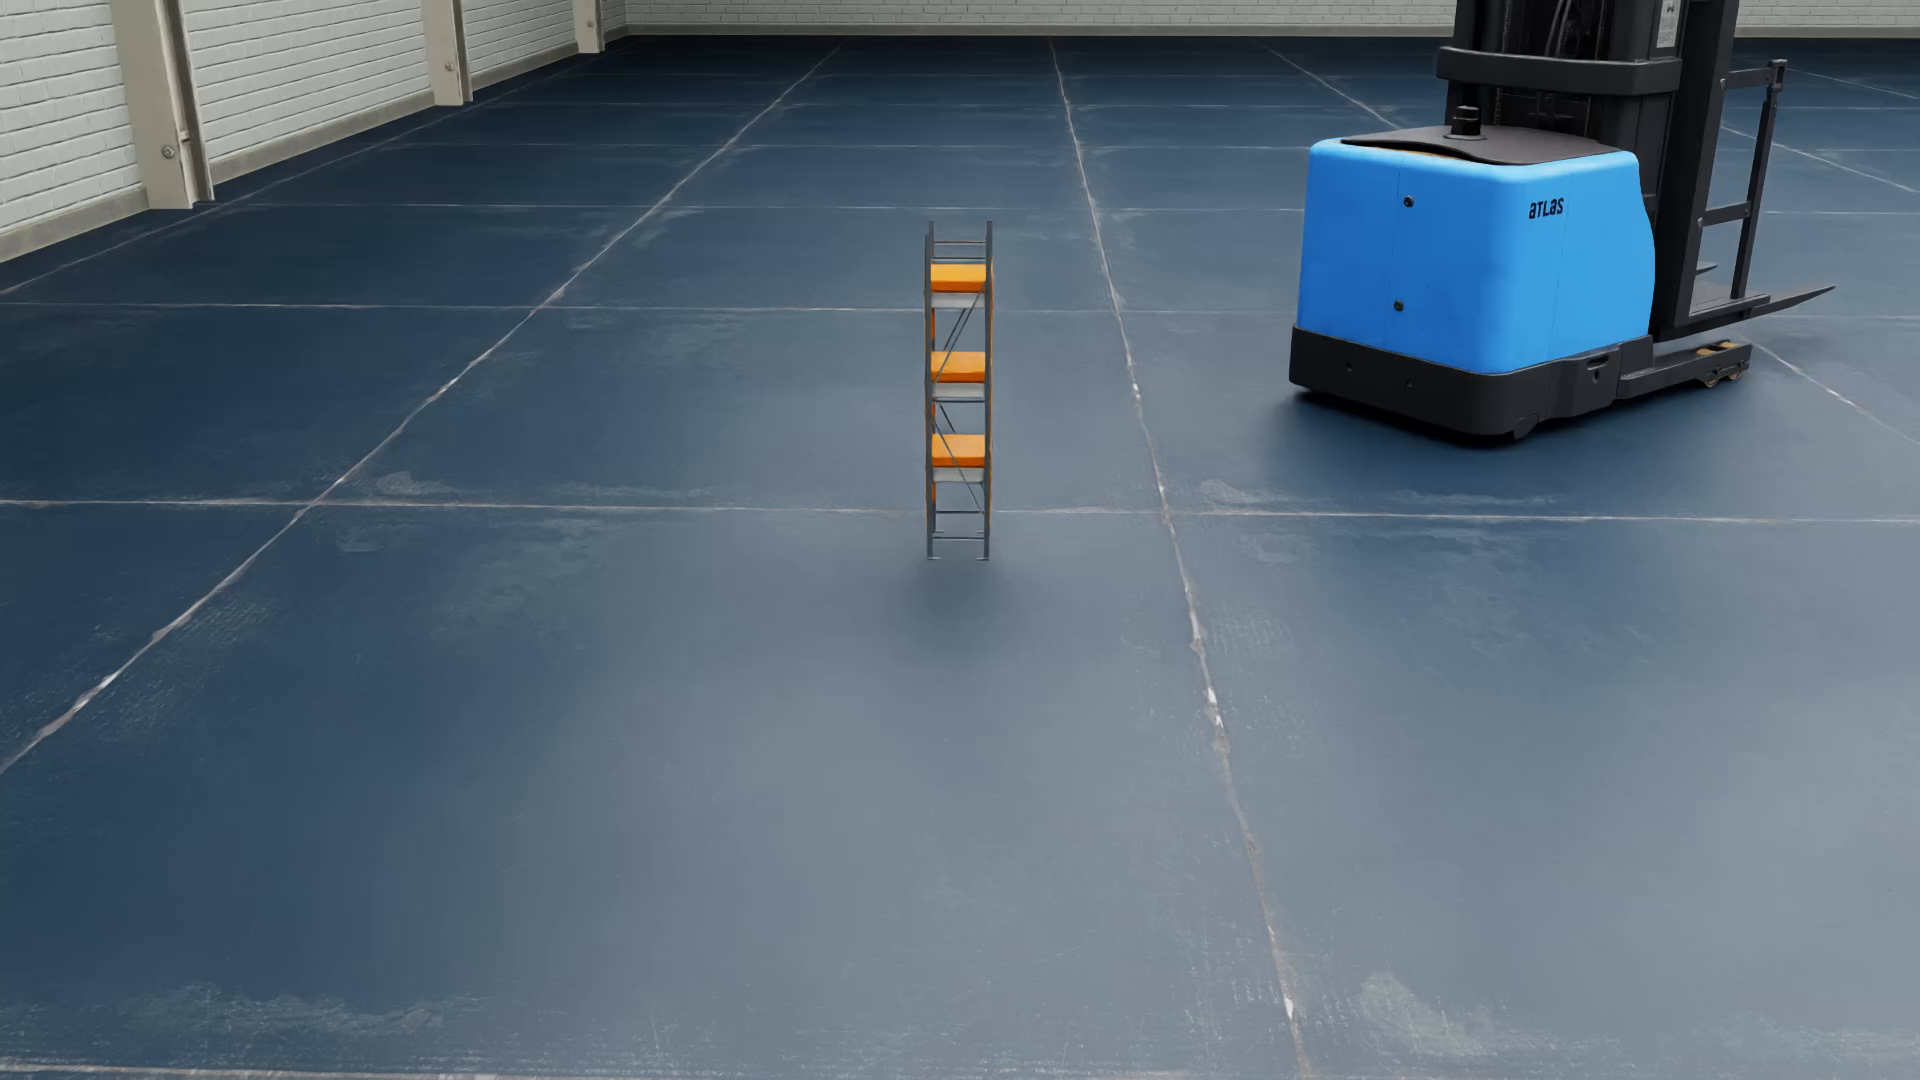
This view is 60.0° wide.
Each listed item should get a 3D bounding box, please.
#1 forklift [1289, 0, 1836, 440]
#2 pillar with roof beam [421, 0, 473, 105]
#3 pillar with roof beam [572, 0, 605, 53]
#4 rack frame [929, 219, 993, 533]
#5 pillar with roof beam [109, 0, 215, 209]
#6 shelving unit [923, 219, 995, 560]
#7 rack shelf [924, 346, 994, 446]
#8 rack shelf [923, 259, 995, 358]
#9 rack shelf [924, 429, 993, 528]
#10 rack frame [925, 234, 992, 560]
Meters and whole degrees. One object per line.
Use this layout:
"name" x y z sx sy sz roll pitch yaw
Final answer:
"forklift" 2.877 -2.167 7.063 3.031 2.935 1.130 -16 26 -35
"pillar with roof beam" -0.924 -8.649 15.381 9.100 9.000 0.400 1 21 2
"pillar with roof beam" -0.742 -10.819 20.972 9.100 9.000 0.400 1 21 2
"rack frame" 0.002 -0.514 5.403 0.200 1.050 0.008 1 21 2
"pillar with roof beam" -1.107 -6.480 9.790 9.100 9.000 0.400 1 21 2
"shelving unit" -0.002 -0.470 5.289 0.215 1.050 0.252 1 21 2
"rack shelf" -0.002 -0.460 5.293 0.215 0.259 0.240 1 21 2
"rack shelf" -0.002 -0.725 5.190 0.215 0.259 0.240 1 21 2
"rack shelf" -0.002 -0.201 5.394 0.215 0.259 0.240 1 21 2
"rack frame" -0.005 -0.426 5.175 0.200 1.050 0.008 1 21 2
